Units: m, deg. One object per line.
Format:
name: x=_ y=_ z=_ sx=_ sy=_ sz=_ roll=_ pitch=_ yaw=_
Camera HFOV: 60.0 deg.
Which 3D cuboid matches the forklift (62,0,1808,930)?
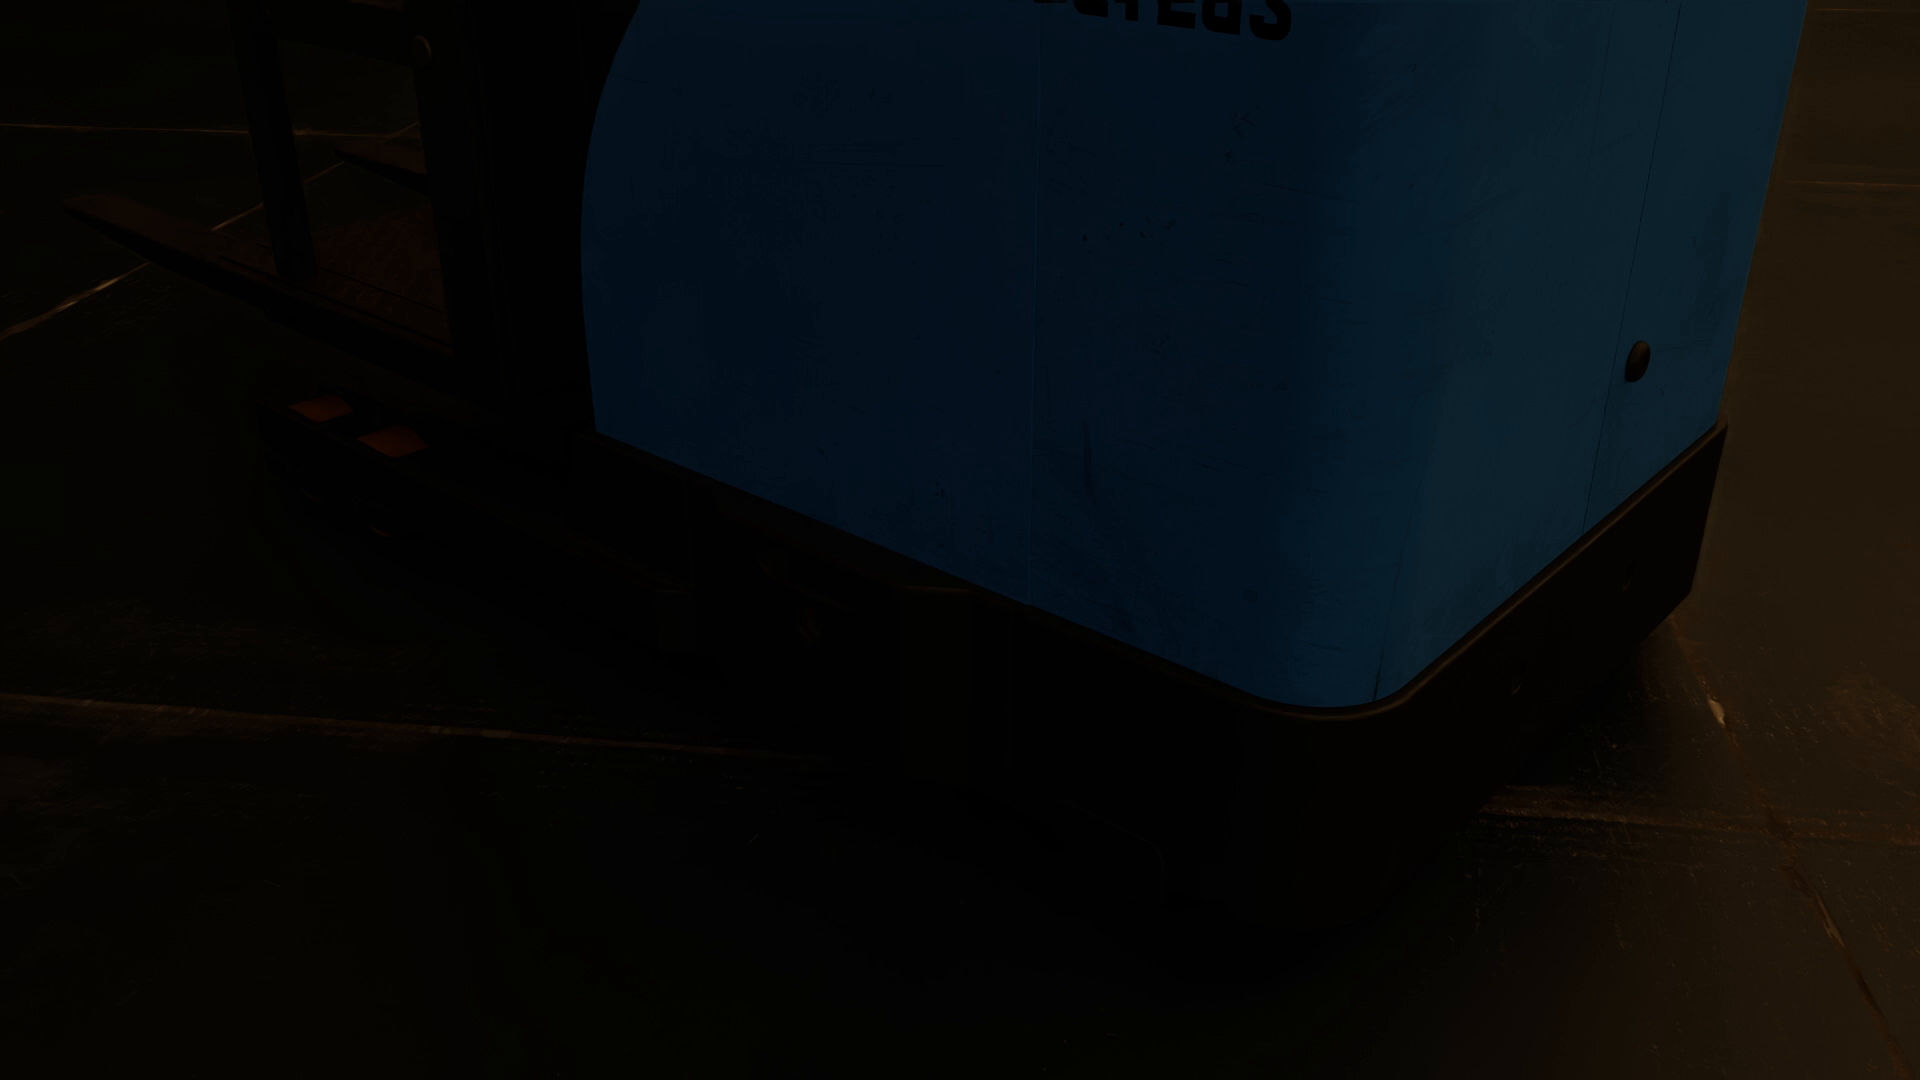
forklift: x=-0.464 y=-1.473 z=2.168 sx=3.031 sy=2.935 sz=1.130 roll=21 pitch=33 yaw=36
